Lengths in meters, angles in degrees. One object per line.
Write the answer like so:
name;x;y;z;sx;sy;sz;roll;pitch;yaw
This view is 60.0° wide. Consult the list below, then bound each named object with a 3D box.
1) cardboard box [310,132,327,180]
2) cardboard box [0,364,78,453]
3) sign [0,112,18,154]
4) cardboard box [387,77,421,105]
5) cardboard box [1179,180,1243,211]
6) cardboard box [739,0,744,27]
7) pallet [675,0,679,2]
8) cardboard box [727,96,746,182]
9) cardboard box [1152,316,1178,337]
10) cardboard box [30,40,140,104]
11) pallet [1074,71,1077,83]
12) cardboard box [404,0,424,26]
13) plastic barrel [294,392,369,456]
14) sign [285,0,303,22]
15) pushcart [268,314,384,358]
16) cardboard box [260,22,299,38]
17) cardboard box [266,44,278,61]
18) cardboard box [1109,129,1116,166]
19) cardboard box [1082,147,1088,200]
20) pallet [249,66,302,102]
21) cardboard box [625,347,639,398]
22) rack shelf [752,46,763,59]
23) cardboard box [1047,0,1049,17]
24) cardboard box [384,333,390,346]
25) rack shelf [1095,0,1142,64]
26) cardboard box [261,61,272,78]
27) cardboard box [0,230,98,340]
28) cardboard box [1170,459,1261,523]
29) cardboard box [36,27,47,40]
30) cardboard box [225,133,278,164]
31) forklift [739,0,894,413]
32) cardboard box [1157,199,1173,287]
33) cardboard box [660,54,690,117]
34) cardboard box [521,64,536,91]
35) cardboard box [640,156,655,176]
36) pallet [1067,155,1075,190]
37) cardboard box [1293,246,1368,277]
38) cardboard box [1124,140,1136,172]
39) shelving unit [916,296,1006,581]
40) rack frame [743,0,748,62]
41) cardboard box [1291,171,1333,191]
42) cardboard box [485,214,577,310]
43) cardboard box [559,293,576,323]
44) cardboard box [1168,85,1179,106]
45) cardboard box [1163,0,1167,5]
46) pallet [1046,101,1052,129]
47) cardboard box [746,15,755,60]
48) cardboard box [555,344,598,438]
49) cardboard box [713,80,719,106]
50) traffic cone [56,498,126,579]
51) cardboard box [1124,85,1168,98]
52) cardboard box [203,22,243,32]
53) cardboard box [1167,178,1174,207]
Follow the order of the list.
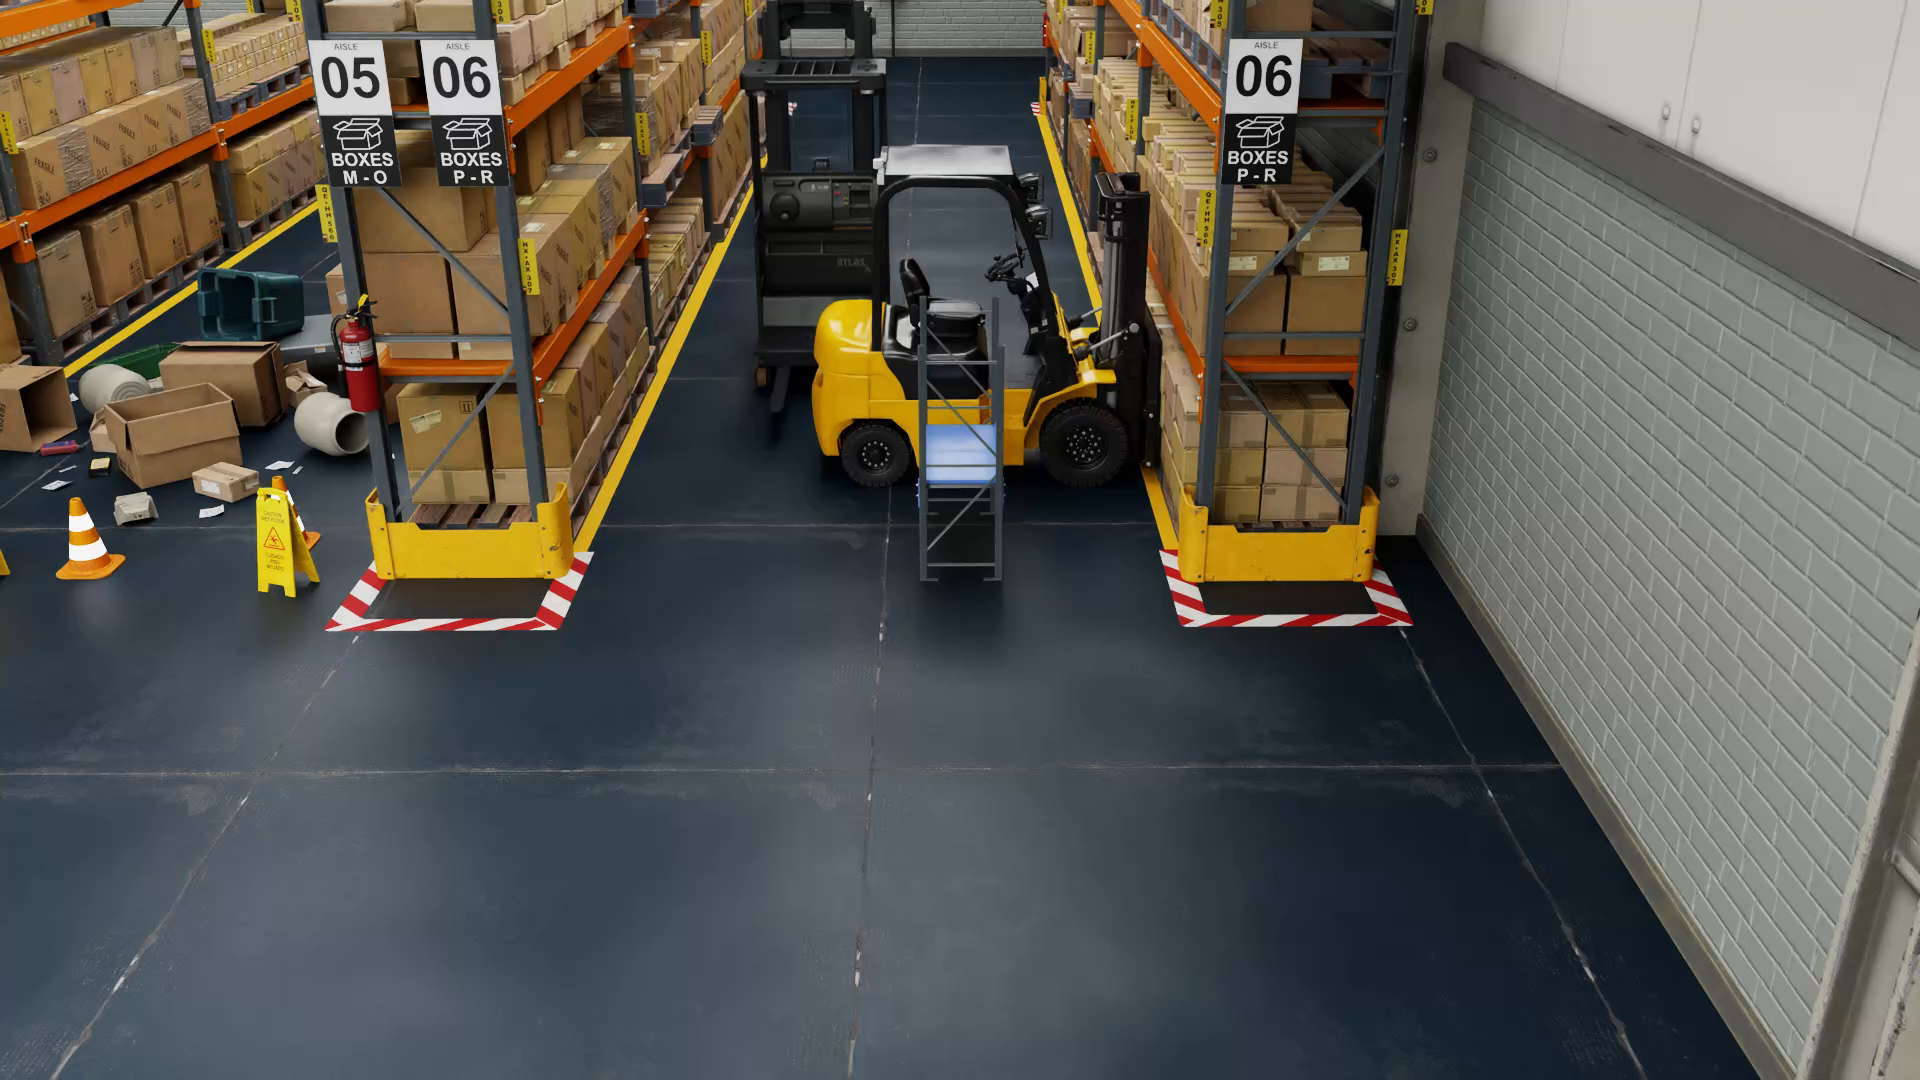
cardboard box;-7.829;-4.585;19.772;0.500;0.500;0.500;-1;24;-2
cardboard box;-6.964;-0.979;12.304;0.500;0.500;0.500;4;25;9
sign;-7.452;-3.185;13.006;0.100;0.325;0.005;0;24;-1
cardboard box;-3.298;-2.565;9.447;0.380;0.149;0.250;0;24;0
cardboard box;1.628;-2.233;10.778;0.380;0.149;0.250;0;24;1
cardboard box;-2.890;-6.430;19.993;0.500;0.500;0.500;1;24;1
pallet;-2.973;-4.779;14.264;1.213;0.211;1.003;0;24;-1
cardboard box;-3.041;-4.708;19.588;0.875;0.875;0.875;0;24;1
cardboard box;1.607;-1.401;11.820;0.500;0.250;0.500;-1;24;-2
cardboard box;-8.041;-4.296;15.274;0.700;0.500;0.500;-1;24;-1
pallet;1.836;-5.201;18.844;1.003;0.211;1.213;0;24;-1
cardboard box;-3.278;-3.027;9.501;0.380;0.149;0.250;0;24;0
plastic barrel;-4.551;-0.838;12.088;0.512;0.421;0.421;19;30;35
sign;-3.570;-2.943;8.903;0.100;0.325;0.005;0;24;-1
pushcart;-5.338;-1.590;13.807;1.648;0.377;0.936;-9;26;-19
cardboard box;-7.887;-5.906;19.242;0.380;0.149;0.250;0;24;-1
cardboard box;-7.877;-5.454;18.604;0.380;0.149;0.250;1;24;1
cardboard box;1.639;-3.602;15.256;0.500;0.250;0.500;1;24;1
cardboard box;1.639;-4.135;18.777;0.500;0.500;0.500;1;24;2
pallet;-8.113;-5.128;18.681;1.003;0.211;1.213;0;24;-1
cardboard box;-2.767;-1.292;12.794;0.500;0.250;0.500;-1;24;-2
rack shelf;-3.167;-6.608;22.594;1.077;0.370;4.000;0;24;-1
cardboard box;1.510;-7.663;23.874;0.500;0.250;0.500;0;24;0
cardboard box;-3.346;-1.310;10.311;0.380;0.149;0.250;-1;24;-1
rack shelf;1.883;-4.702;14.740;1.077;0.370;4.000;0;24;-1
cardboard box;-7.870;-5.208;18.421;0.380;0.149;0.250;0;24;0
cardboard box;-8.104;-2.173;14.136;1.050;0.750;0.750;0;24;-1
cardboard box;1.628;-0.322;10.648;0.500;0.250;0.500;0;24;0
cardboard box;-12.749;-6.928;22.733;0.380;0.149;0.250;0;24;0
cardboard box;-7.822;-4.288;18.205;0.500;0.250;0.500;-1;24;-1
forklift;-1.111;-2.708;13.180;1.130;2.935;3.031;-1;24;-2
cardboard box;1.662;-2.070;11.566;0.500;0.500;0.500;0;24;0
cardboard box;-2.796;-4.229;15.469;0.500;0.500;0.500;-2;24;-4
cardboard box;-2.755;-2.775;9.910;0.380;0.149;0.250;0;24;1
cardboard box;-2.748;-3.122;13.807;0.380;0.149;0.250;0;24;0
pallet;1.865;-4.530;20.511;1.003;0.211;1.213;0;24;-1
cardboard box;2.204;-1.673;9.901;0.380;0.149;0.250;-1;24;-2
cardboard box;1.644;-3.200;13.761;0.500;0.250;0.500;-1;24;-2
shelving unit;0.001;-0.648;10.363;0.538;1.500;1.048;0;24;-1
rack frame;-3.145;-6.112;20.624;1.000;3.000;0.127;0;24;-1
cardboard box;2.253;-2.343;11.021;0.380;0.149;0.250;-1;24;-2
cardboard box;-2.751;-1.758;10.515;0.500;0.500;0.500;0;24;1
cardboard box;-2.707;-1.512;10.758;0.380;0.149;0.250;0;24;0
cardboard box;2.103;-4.063;15.185;0.380;0.149;0.250;0;24;1
cardboard box;1.615;-3.825;11.602;0.380;0.149;0.250;0;24;1
pallet;1.785;-6.154;24.100;1.003;0.211;1.213;0;24;-1
cardboard box;-2.889;-6.352;21.033;0.500;0.500;0.500;1;24;1
cardboard box;-2.758;-1.006;11.252;0.500;0.500;0.500;-1;24;-3
cardboard box;-2.879;-4.810;17.926;0.500;0.250;0.500;-1;24;-2
traffic cone;-5.415;-0.038;10.272;0.336;0.463;0.334;0;24;-1
cardboard box;1.695;-4.057;15.173;0.380;0.149;0.250;0;24;-1
cardboard box;-8.540;-5.908;19.247;0.380;0.149;0.250;-1;24;-1
cardboard box;1.643;-2.411;11.532;0.380;0.149;0.250;-1;24;-2
